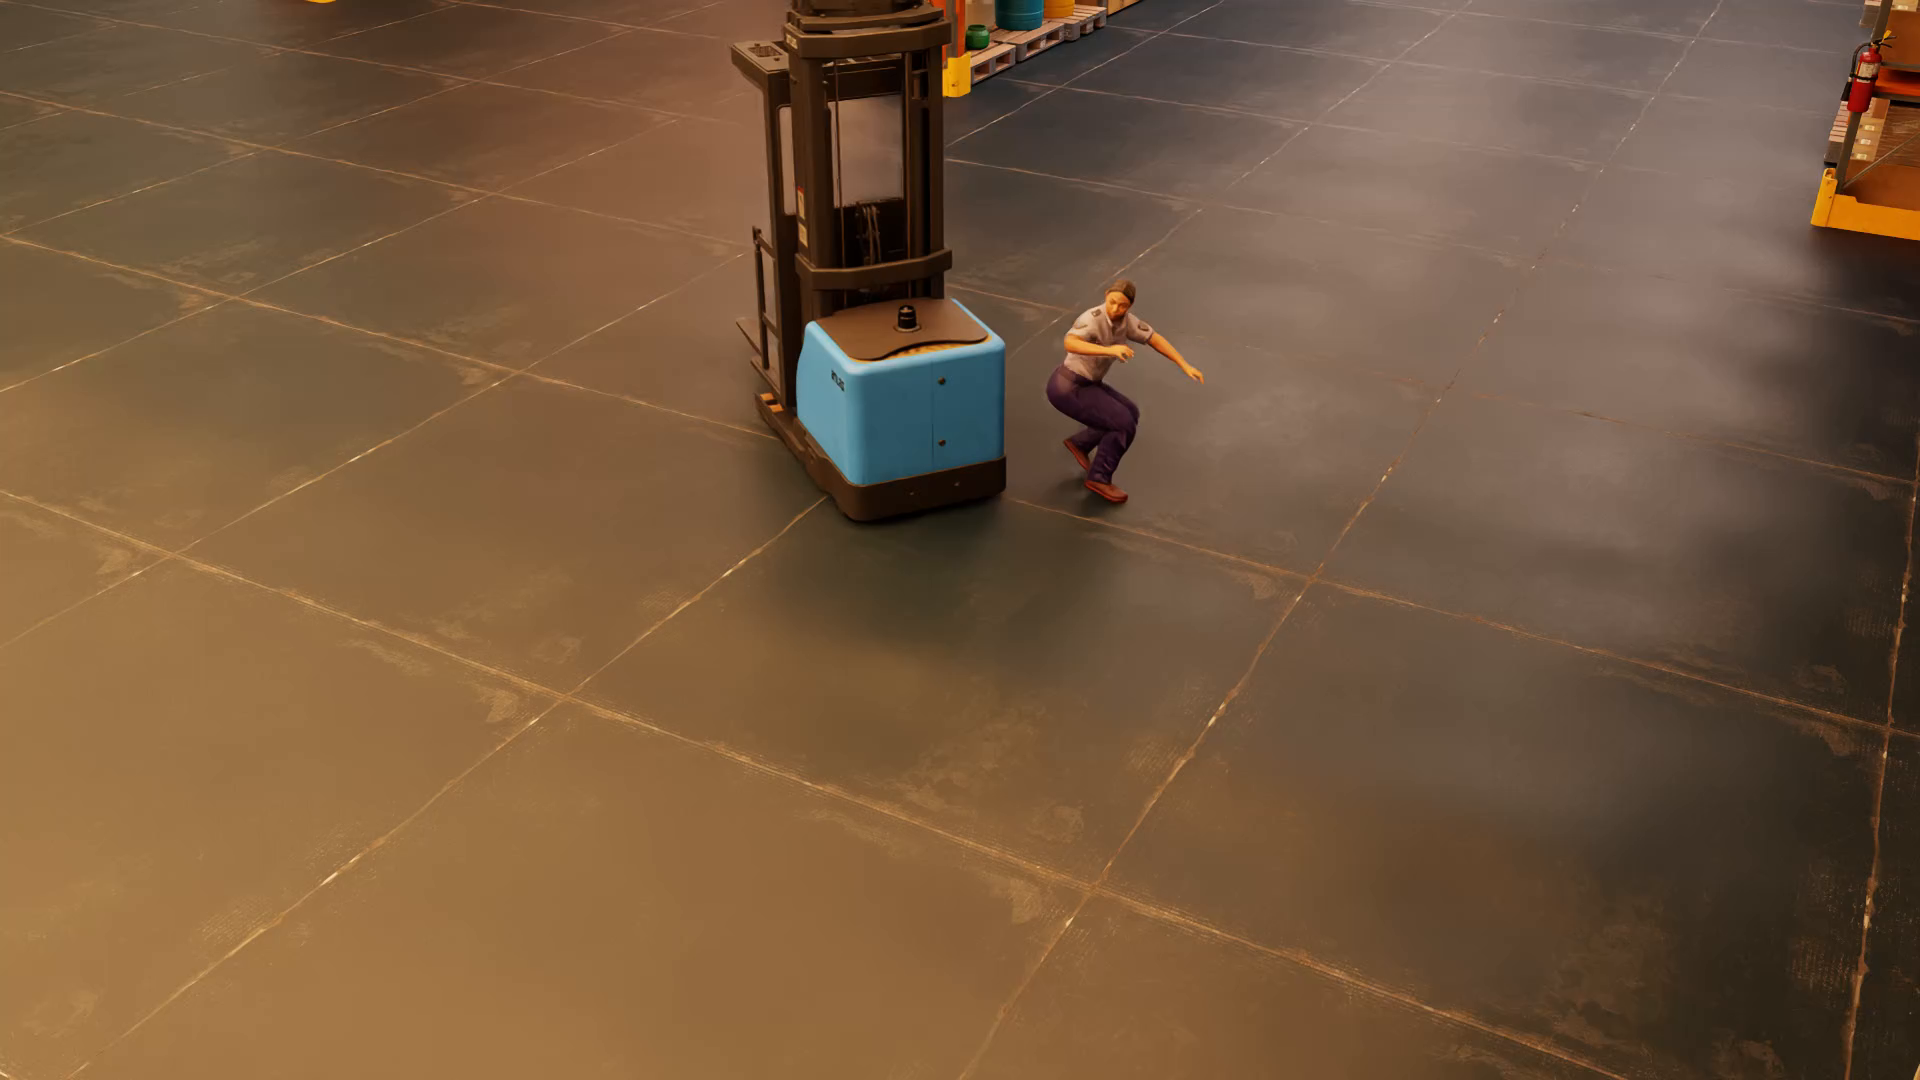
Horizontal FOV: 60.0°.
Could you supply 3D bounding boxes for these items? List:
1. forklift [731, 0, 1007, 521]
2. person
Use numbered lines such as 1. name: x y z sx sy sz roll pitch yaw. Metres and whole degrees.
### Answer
1. forklift: -0.762 -2.103 10.714 1.130 2.935 3.031 -12 32 -20
2. person: 0.990 -0.926 10.252 0.922 1.382 0.730 11 32 19
